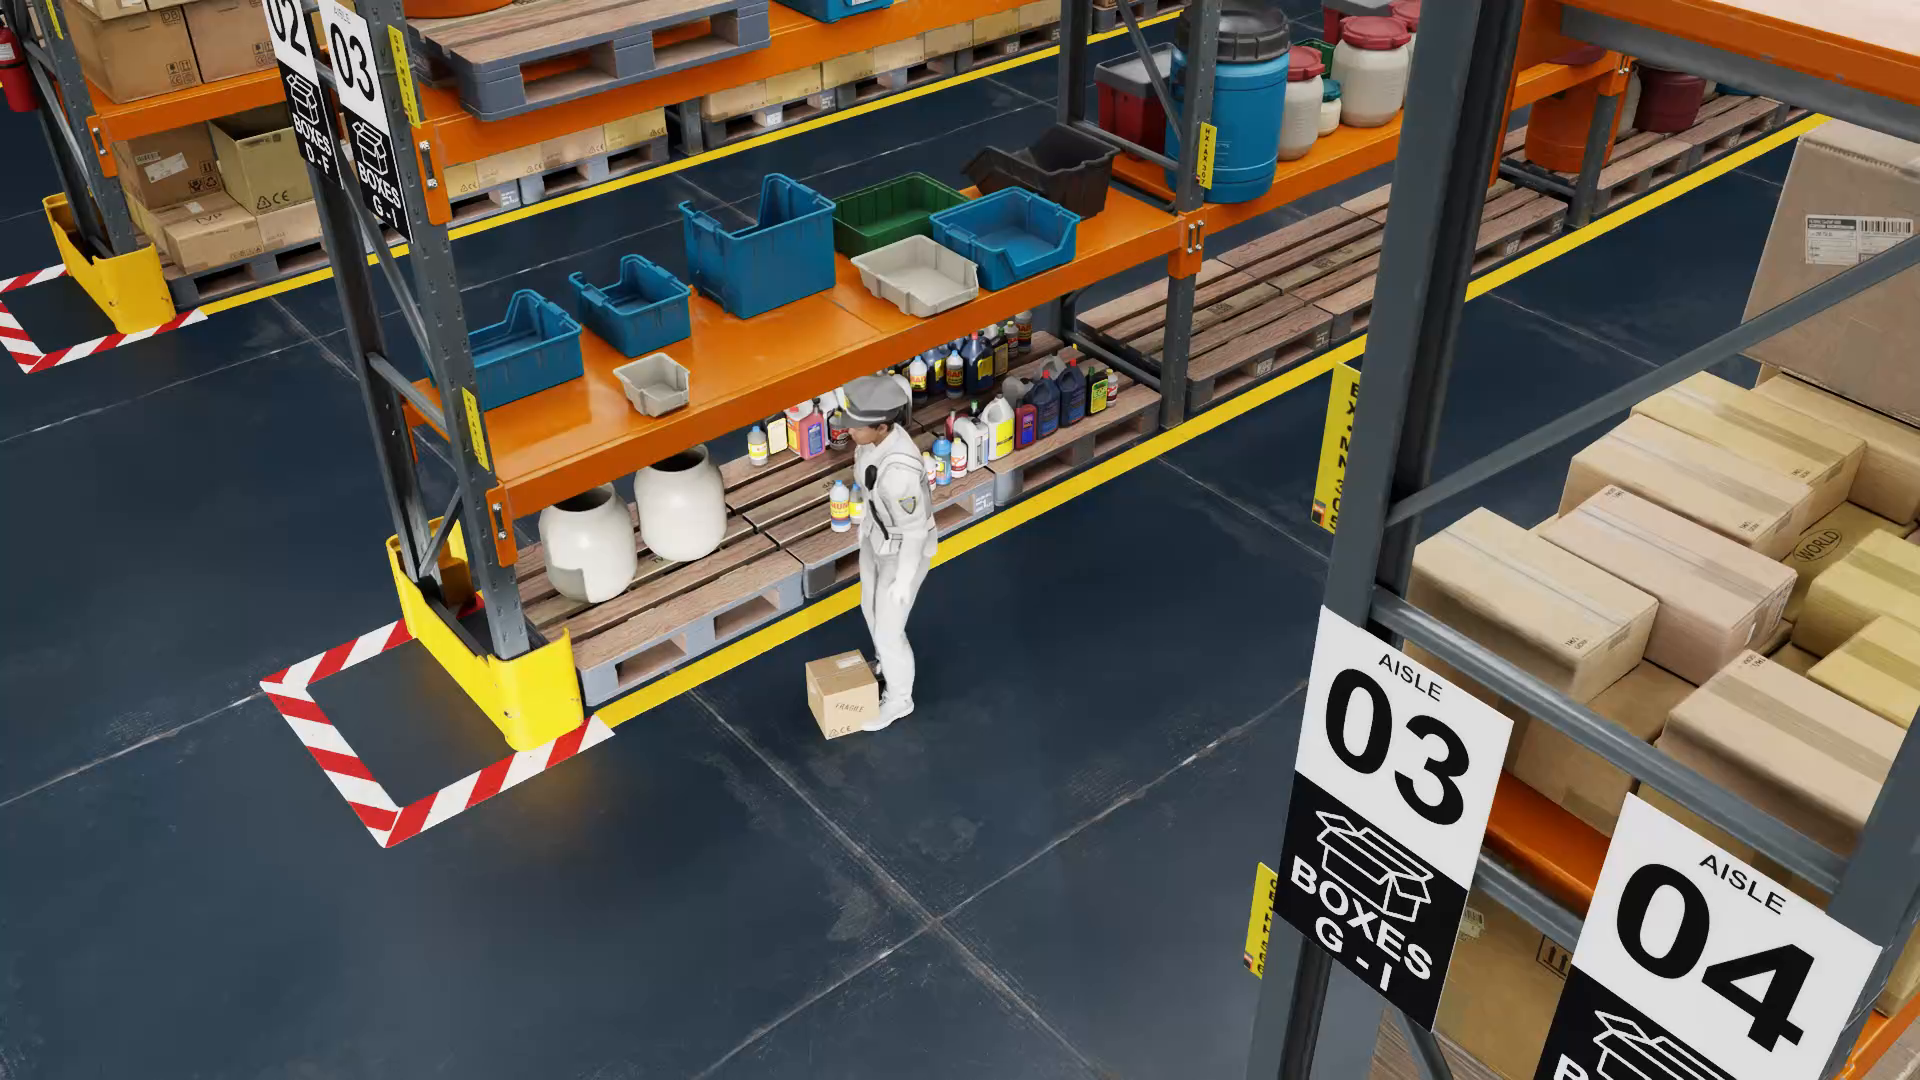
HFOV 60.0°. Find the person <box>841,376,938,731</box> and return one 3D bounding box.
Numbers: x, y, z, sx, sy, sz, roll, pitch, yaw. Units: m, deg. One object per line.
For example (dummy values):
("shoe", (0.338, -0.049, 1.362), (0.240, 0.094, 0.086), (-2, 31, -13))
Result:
("person", (-0.313, 0.054, 7.000), (0.410, 1.662, 0.525), (-13, 38, -18))
